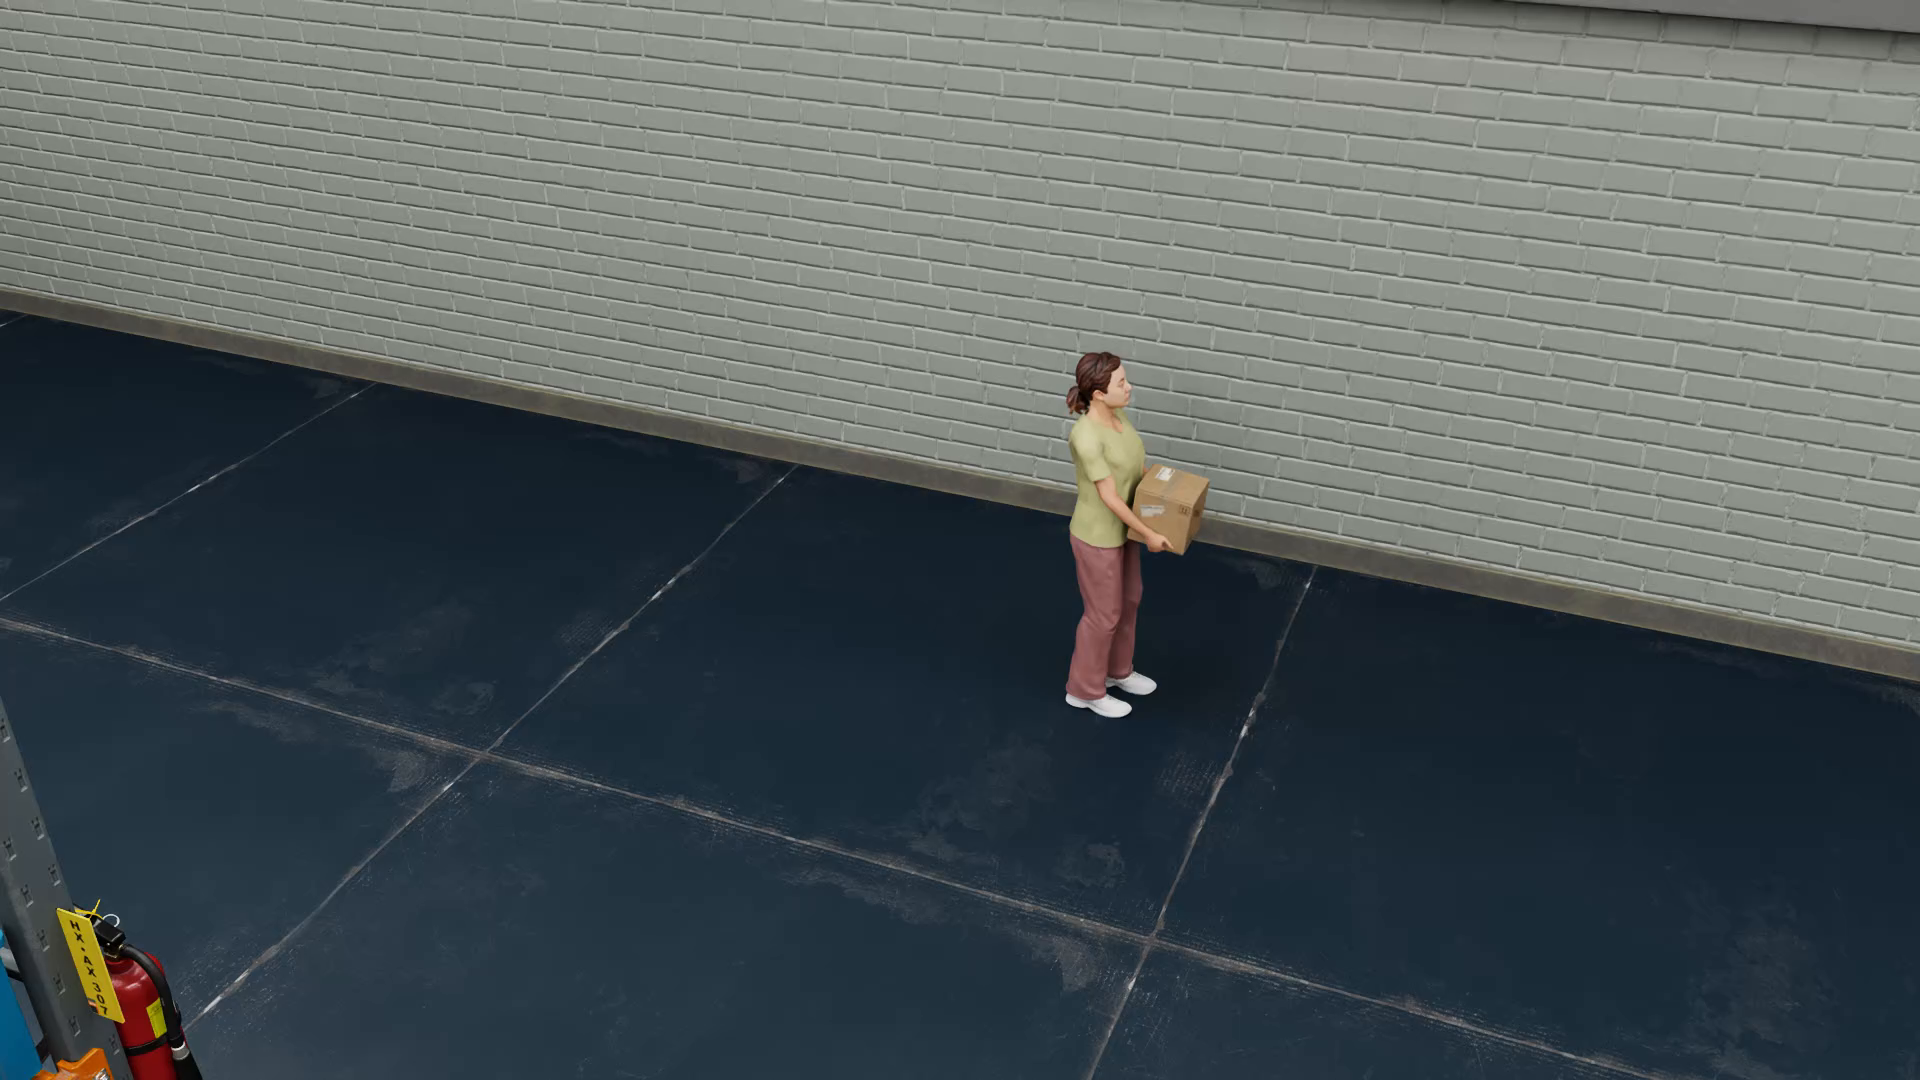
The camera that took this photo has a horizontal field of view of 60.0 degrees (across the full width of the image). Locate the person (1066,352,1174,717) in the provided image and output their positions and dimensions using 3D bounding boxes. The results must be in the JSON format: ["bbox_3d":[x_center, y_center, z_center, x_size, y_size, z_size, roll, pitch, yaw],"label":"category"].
[{"bbox_3d":[0.697,-0.012,7.163,0.540,1.664,0.426,12,32,20],"label":"person"}]
